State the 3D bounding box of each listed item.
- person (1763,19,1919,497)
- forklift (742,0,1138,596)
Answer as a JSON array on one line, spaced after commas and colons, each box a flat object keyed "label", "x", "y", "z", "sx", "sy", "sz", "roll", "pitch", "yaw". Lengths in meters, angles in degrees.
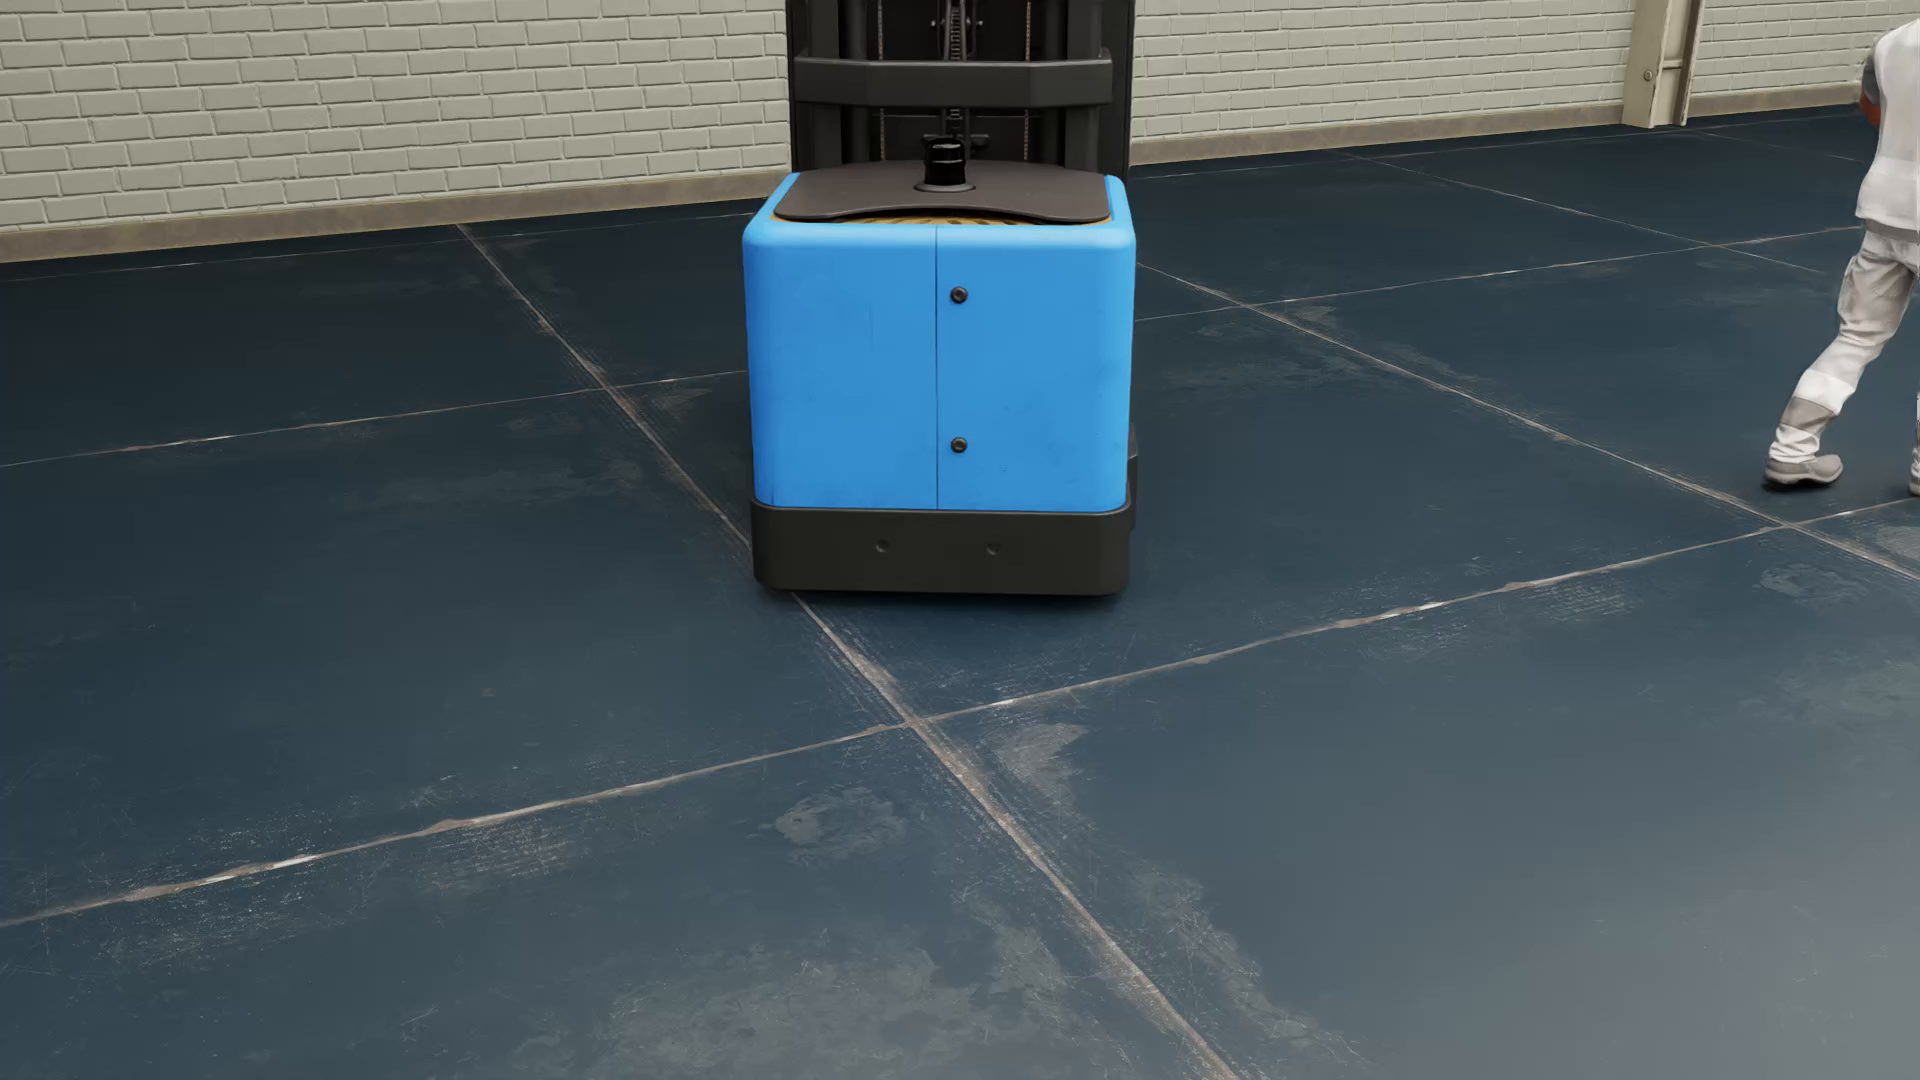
[{"label": "person", "x": 3.059, "y": -0.967, "z": 5.160, "sx": 0.762, "sy": 1.762, "sz": 0.996, "roll": -6, "pitch": 23, "yaw": -14}, {"label": "forklift", "x": 0.013, "y": -1.722, "z": 5.431, "sx": 1.130, "sy": 2.935, "sz": 3.031, "roll": 1, "pitch": 23, "yaw": 3}]
